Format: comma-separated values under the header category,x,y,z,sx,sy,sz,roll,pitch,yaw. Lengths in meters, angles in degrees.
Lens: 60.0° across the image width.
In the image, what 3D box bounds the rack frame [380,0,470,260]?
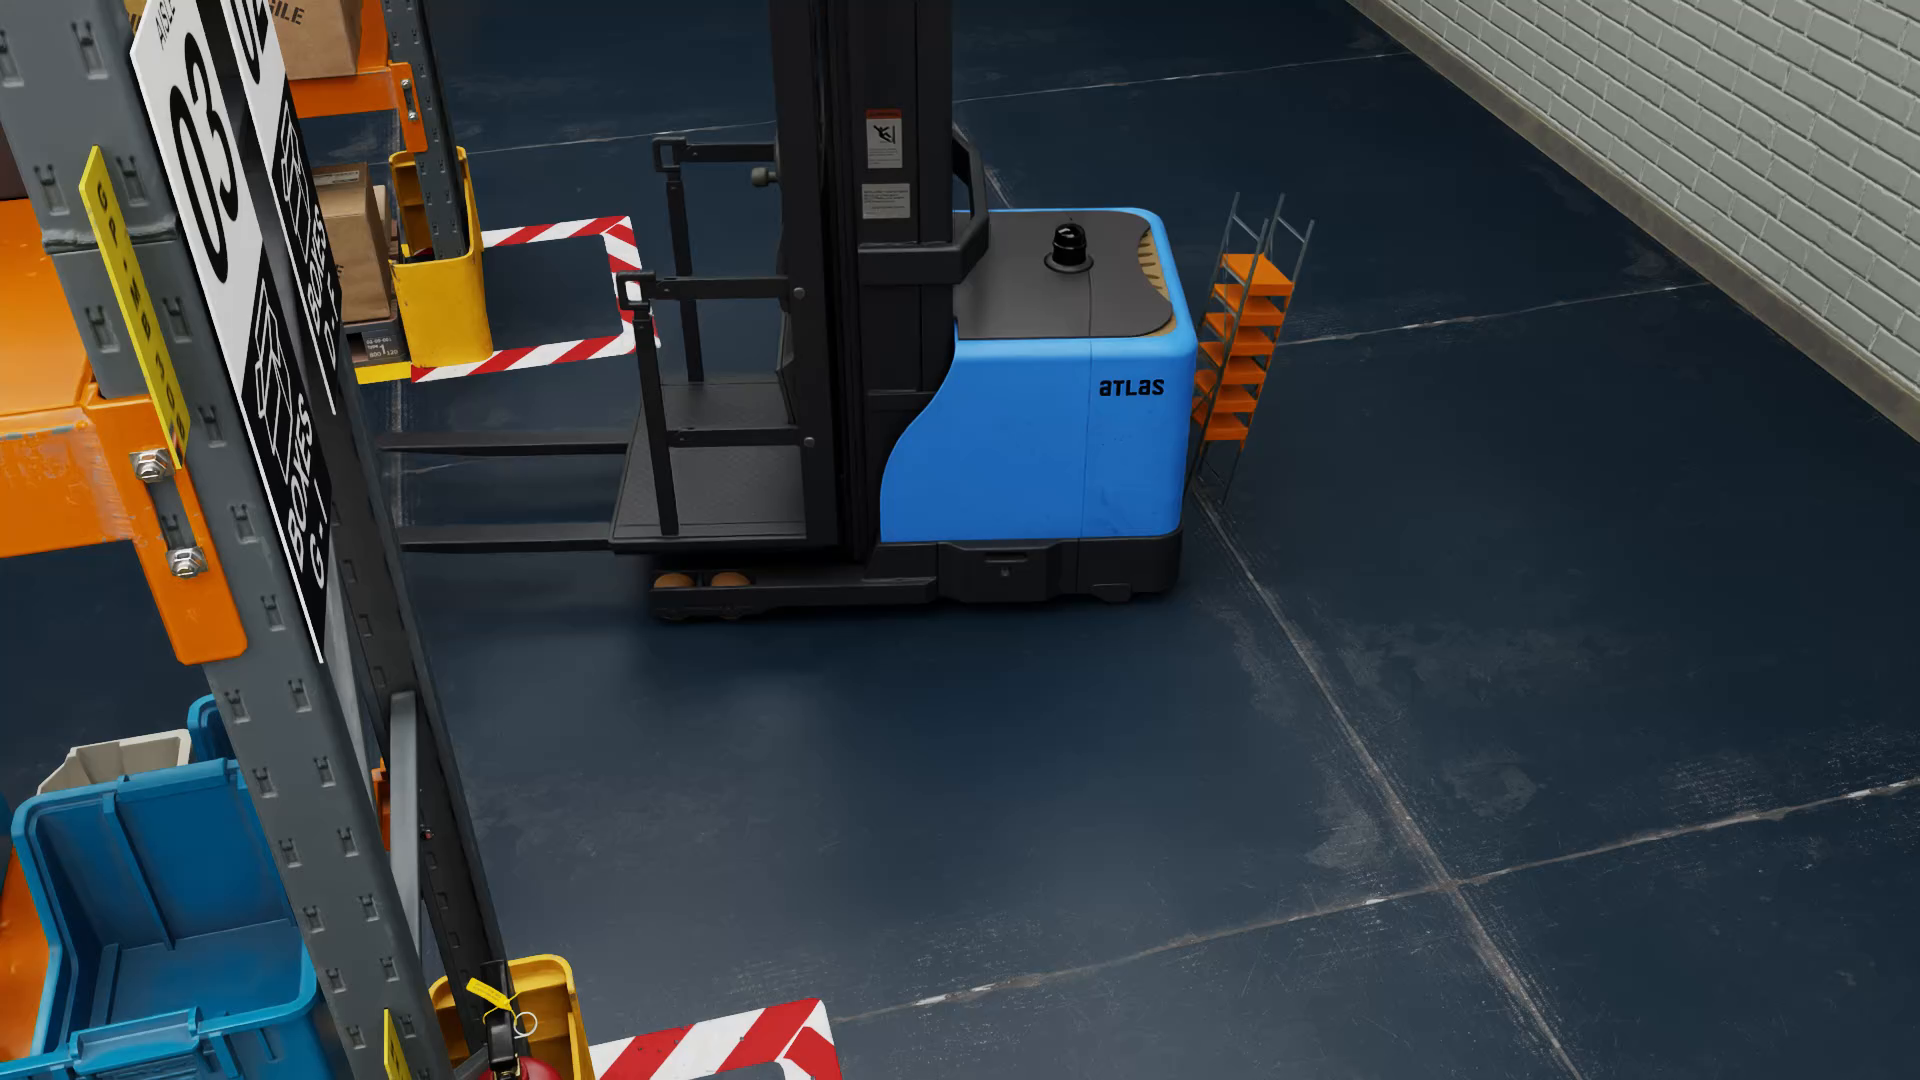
category,x,y,z,sx,sy,sz,roll,pitch,yaw
rack frame,-2.287,-2.308,6.798,0.127,3.000,1.000,-9,38,-12

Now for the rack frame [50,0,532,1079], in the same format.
category,x,y,z,sx,sy,sz,roll,pitch,yaw
rack frame,-0.999,0.598,2.999,0.127,3.000,1.000,-9,38,-12

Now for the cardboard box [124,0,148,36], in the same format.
category,x,y,z,sx,sy,sz,roll,pitch,yaw
cardboard box,-3.148,-2.033,6.356,0.500,0.500,0.500,-9,38,-12

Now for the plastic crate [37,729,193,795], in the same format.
category,x,y,z,sx,sy,sz,roll,pitch,yaw
plastic crate,-1.654,0.527,3.260,0.298,0.136,0.250,-9,38,-12

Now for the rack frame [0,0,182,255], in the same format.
category,x,y,z,sx,sy,sz,roll,pitch,yaw
rack frame,-0.999,-1.785,1.177,0.127,3.000,1.000,-9,38,-12

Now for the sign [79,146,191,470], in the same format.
category,x,y,z,sx,sy,sz,roll,pitch,yaw
sign,-0.840,-0.232,1.701,0.005,0.325,0.100,-9,38,-12

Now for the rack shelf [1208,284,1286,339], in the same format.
category,x,y,z,sx,sy,sz,roll,pitch,yaw
rack shelf,1.030,-0.833,6.022,0.180,0.103,0.258,-3,36,-21

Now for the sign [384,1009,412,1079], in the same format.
category,x,y,z,sx,sy,sz,roll,pitch,yaw
sign,-0.840,0.853,2.531,0.005,0.325,0.100,-9,38,-12

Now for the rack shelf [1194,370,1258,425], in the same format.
category,x,y,z,sx,sy,sz,roll,pitch,yaw
rack shelf,0.967,-0.539,6.220,0.180,0.103,0.258,-3,36,-21

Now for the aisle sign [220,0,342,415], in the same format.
category,x,y,z,sx,sy,sz,roll,pitch,yaw
aisle sign,-1.007,-0.620,2.452,0.004,0.787,0.394,-9,38,-12

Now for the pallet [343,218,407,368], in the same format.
category,x,y,z,sx,sy,sz,roll,pitch,yaw
pallet,-3.129,-1.061,7.464,1.213,0.211,1.003,-9,38,-12

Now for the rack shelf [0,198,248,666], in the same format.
category,x,y,z,sx,sy,sz,roll,pitch,yaw
rack shelf,-2.930,0.009,1.892,4.000,0.370,1.077,-9,38,-12

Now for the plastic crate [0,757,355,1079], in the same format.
category,x,y,z,sx,sy,sz,roll,pitch,yaw
plastic crate,-1.273,0.723,2.758,0.499,0.435,0.616,-9,38,-12

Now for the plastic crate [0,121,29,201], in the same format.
category,x,y,z,sx,sy,sz,roll,pitch,yaw
plastic crate,-1.443,-0.644,2.262,0.590,0.269,0.497,-9,38,-12

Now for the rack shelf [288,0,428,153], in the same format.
category,x,y,z,sx,sy,sz,roll,pitch,yaw
rack shelf,-4.217,-1.705,6.603,4.000,0.370,1.077,-9,38,-12

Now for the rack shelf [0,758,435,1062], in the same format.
category,x,y,z,sx,sy,sz,roll,pitch,yaw
rack shelf,-2.930,1.201,2.804,4.000,0.370,1.077,-9,38,-12

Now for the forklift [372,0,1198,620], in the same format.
category,x,y,z,sx,sy,sz,roll,pitch,yaw
forklift,-0.744,-1.210,5.419,3.031,2.935,1.130,-1,37,-2

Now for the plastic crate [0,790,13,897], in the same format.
category,x,y,z,sx,sy,sz,roll,pitch,yaw
plastic crate,-1.959,0.591,3.097,0.300,0.233,0.416,-9,38,-12

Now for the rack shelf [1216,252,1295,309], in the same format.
category,x,y,z,sx,sy,sz,roll,pitch,yaw
rack shelf,1.051,-0.931,5.956,0.180,0.103,0.258,-3,36,-21

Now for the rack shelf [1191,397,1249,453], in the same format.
category,x,y,z,sx,sy,sz,roll,pitch,yaw
rack shelf,0.946,-0.441,6.286,0.180,0.103,0.258,-3,36,-21

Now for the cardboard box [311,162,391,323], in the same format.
category,x,y,z,sx,sy,sz,roll,pitch,yaw
cardboard box,-2.747,-1.259,7.123,0.500,0.500,0.500,-9,38,-12

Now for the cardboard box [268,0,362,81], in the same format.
category,x,y,z,sx,sy,sz,roll,pitch,yaw
cardboard box,-2.648,-2.117,6.466,0.500,0.500,0.500,-8,38,-11

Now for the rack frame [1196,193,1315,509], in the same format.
category,x,y,z,sx,sy,sz,roll,pitch,yaw
rack frame,1.081,-0.678,6.163,0.006,1.200,0.240,-3,36,-21

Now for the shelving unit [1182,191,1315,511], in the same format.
category,x,y,z,sx,sy,sz,roll,pitch,yaw
shelving unit,0.996,-0.673,6.130,0.189,1.200,0.258,-3,36,-21

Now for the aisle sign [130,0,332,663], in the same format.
category,x,y,z,sx,sy,sz,roll,pitch,yaw
aisle sign,-0.853,-0.274,2.000,0.004,0.787,0.394,-9,38,-12

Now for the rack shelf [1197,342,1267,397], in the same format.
category,x,y,z,sx,sy,sz,roll,pitch,yaw
rack shelf,0.988,-0.637,6.154,0.180,0.103,0.258,-3,36,-21

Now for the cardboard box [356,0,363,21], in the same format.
category,x,y,z,sx,sy,sz,roll,pitch,yaw
cardboard box,-2.784,-2.432,6.878,0.500,0.500,0.500,-9,38,-11

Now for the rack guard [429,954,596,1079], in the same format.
category,x,y,z,sx,sy,sz,roll,pitch,yaw
rack guard,-0.979,1.580,3.774,0.348,0.500,1.175,-9,38,-12

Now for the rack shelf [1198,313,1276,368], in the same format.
category,x,y,z,sx,sy,sz,roll,pitch,yaw
rack shelf,1.009,-0.735,6.088,0.180,0.103,0.258,-3,36,-21

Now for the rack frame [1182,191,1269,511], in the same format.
category,x,y,z,sx,sy,sz,roll,pitch,yaw
rack frame,0.911,-0.669,6.096,0.006,1.200,0.240,-3,36,-21

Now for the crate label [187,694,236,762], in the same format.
category,x,y,z,sx,sy,sz,roll,pitch,yaw
crate label,-1.323,0.487,3.233,0.303,0.233,0.416,-9,38,-12

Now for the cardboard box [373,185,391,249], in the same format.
category,x,y,z,sx,sy,sz,roll,pitch,yaw
cardboard box,-2.780,-1.486,7.708,0.250,0.149,0.380,-9,38,-12

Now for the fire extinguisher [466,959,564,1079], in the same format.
category,x,y,z,sx,sy,sz,roll,pitch,yaw
fire extinguisher,-0.735,1.020,2.819,0.183,0.674,0.296,-9,38,-12

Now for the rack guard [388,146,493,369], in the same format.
category,x,y,z,sx,sy,sz,roll,pitch,yaw
rack guard,-2.360,-1.303,7.542,0.348,0.500,1.175,-9,38,-12
